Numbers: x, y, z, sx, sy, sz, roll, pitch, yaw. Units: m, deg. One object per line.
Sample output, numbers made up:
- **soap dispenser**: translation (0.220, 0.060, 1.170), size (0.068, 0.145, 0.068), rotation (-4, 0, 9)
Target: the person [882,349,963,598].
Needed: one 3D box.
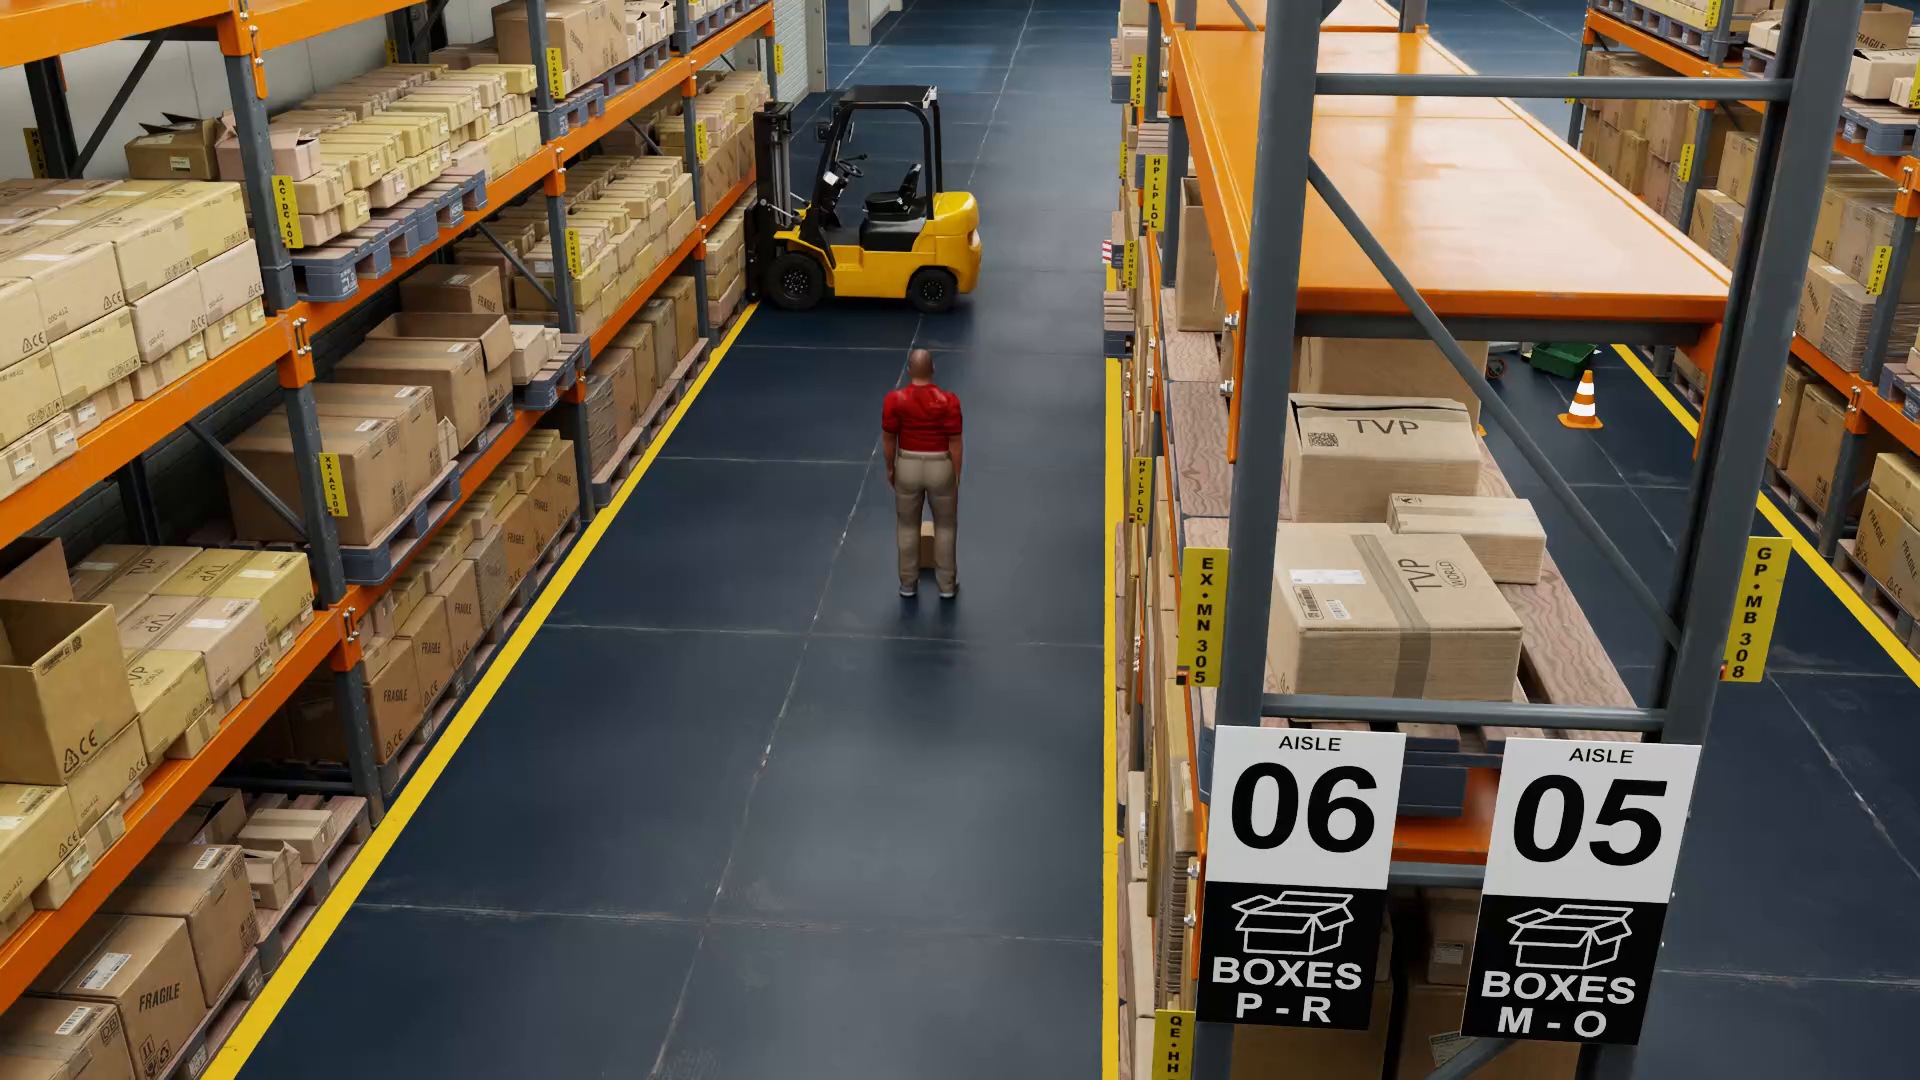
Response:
- **person**: translation (-0.242, -0.440, 11.013), size (0.531, 1.739, 0.363), rotation (2, 24, 5)
